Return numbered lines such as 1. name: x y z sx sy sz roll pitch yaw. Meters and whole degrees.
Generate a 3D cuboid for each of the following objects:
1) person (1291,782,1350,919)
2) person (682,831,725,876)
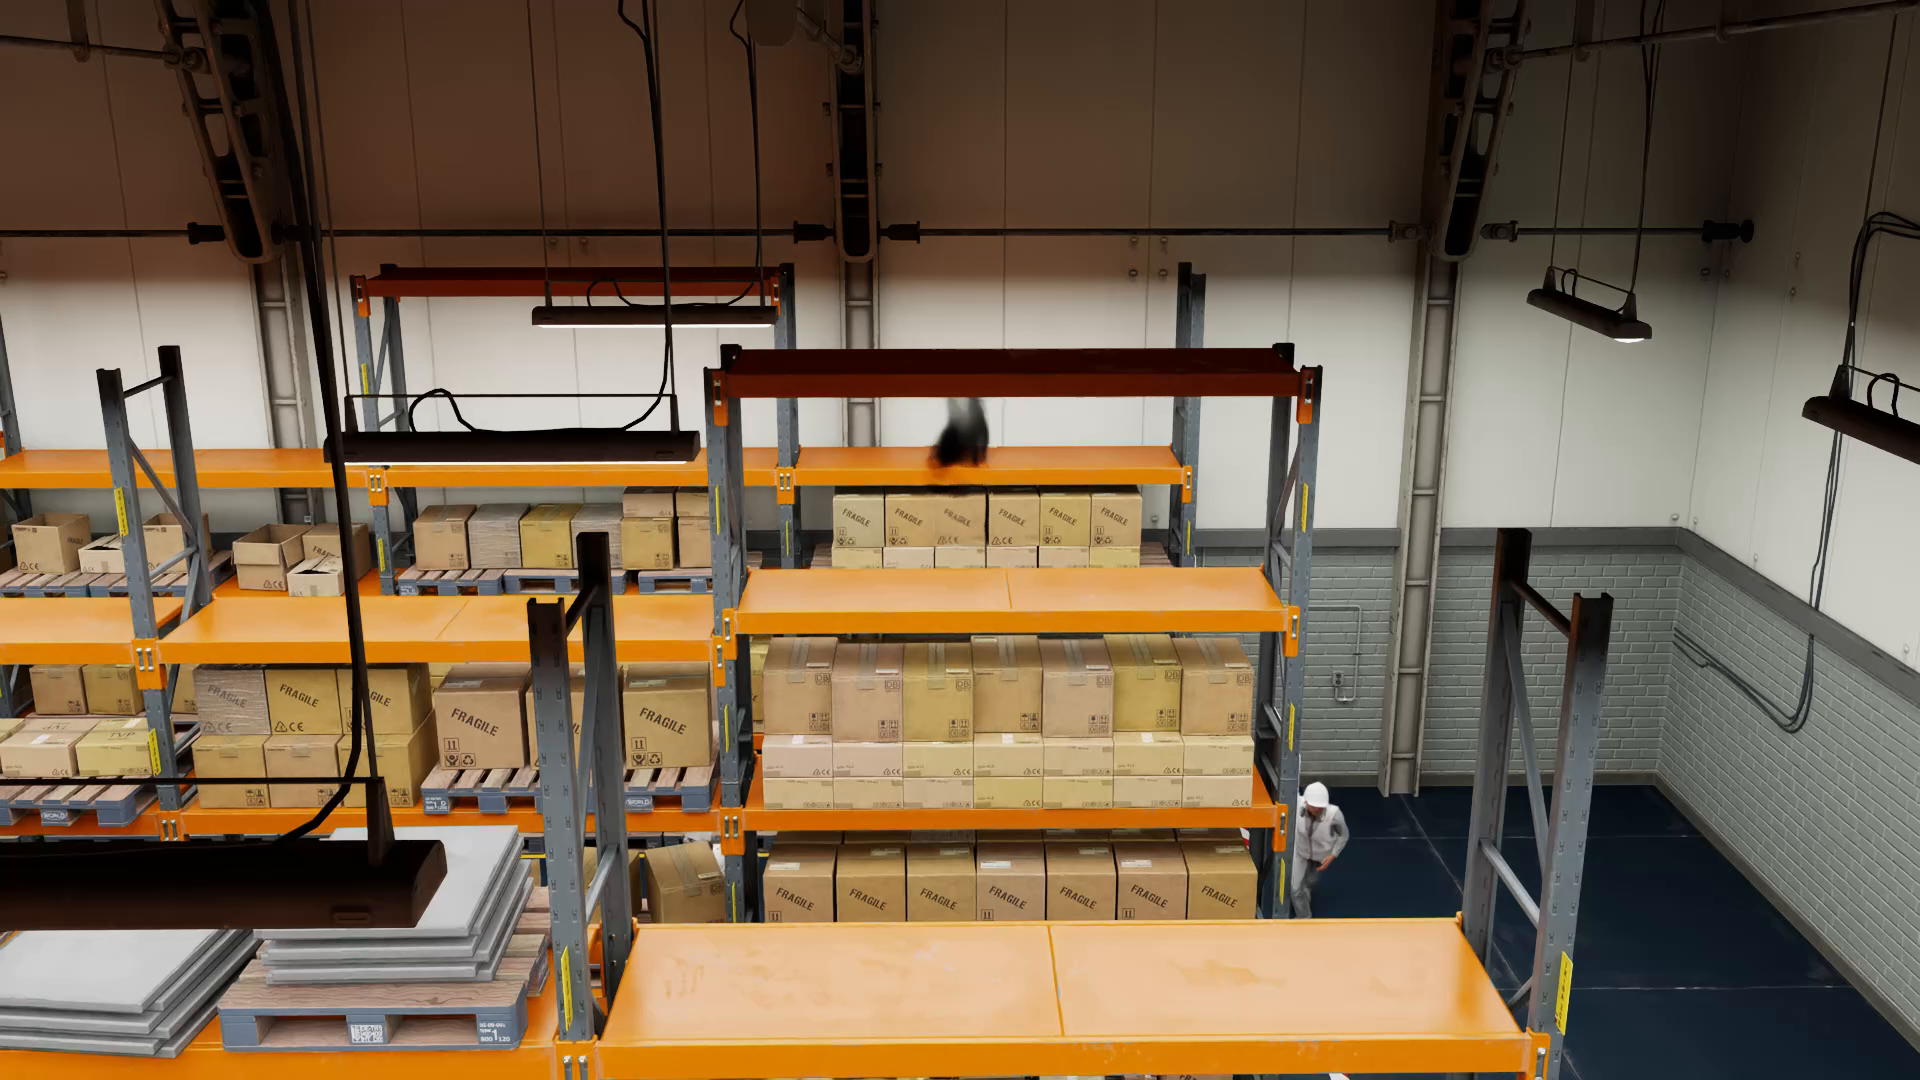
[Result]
1. person: 3.348 2.895 15.697 0.644 1.626 1.093 5 17 16
2. person: -2.102 3.246 14.618 0.957 1.569 0.574 2 16 7
